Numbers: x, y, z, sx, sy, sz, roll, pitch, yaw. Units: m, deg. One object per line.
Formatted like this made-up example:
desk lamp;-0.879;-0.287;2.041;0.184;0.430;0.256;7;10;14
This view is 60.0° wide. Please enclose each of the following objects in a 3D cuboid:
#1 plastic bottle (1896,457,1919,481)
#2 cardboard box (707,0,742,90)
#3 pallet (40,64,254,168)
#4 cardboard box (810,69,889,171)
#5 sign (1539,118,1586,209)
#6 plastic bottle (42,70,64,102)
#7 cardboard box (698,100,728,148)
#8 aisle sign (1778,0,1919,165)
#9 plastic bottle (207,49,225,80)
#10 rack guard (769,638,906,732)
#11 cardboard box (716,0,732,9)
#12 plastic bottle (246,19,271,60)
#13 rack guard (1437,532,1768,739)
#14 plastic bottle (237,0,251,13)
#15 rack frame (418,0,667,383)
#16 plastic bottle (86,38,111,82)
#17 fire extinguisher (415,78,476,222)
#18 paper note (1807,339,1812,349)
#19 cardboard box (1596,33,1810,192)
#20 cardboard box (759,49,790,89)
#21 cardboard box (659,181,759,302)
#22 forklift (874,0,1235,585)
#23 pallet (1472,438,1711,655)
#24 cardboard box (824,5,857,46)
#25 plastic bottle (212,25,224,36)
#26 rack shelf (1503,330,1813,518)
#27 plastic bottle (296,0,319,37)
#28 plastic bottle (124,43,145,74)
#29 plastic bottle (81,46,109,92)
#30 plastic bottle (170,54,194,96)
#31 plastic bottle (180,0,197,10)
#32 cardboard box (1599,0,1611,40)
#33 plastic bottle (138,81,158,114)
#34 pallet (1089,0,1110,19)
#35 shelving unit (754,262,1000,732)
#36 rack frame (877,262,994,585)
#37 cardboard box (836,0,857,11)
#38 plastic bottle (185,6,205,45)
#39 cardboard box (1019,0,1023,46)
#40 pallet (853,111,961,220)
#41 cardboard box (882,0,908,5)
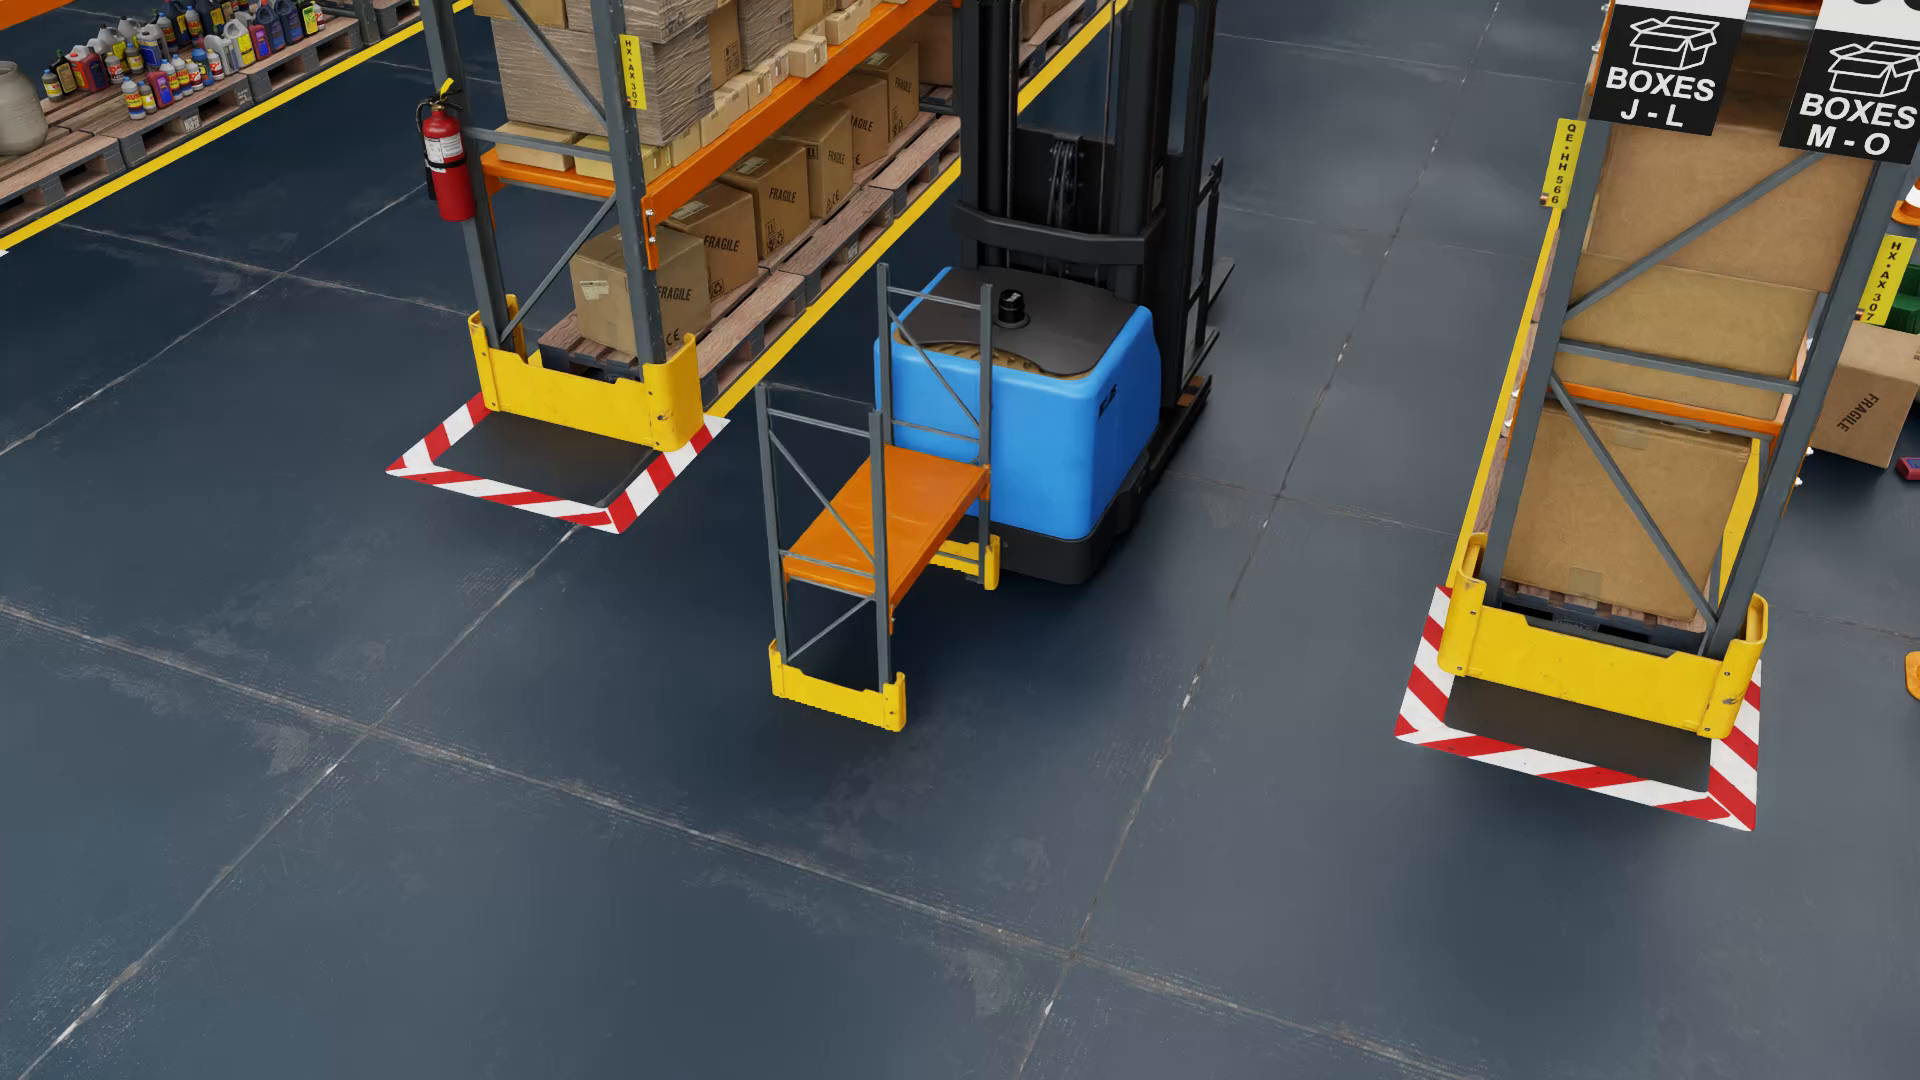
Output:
plastic bottle;4.771;-0.347;8.163;0.283;0.061;0.133;1;37;2
cardboard box;-1.616;-2.578;8.362;0.875;0.500;0.500;14;39;18
pallet;-5.745;-3.002;11.590;1.003;0.211;1.213;14;39;18
cardboard box;-0.808;-2.667;10.550;0.500;0.500;0.500;27;45;32
sign;2.122;-1.321;5.846;0.100;0.325;0.005;14;39;18
plastic bottle;-6.217;-3.117;11.384;0.097;0.201;0.097;0;37;0
cardboard box;-1.379;-2.088;8.248;0.380;0.149;0.250;14;39;18
aisle sign;2.869;-1.564;5.166;0.394;0.787;0.004;14;39;18
plastic bottle;-5.248;-3.347;11.692;0.097;0.201;0.097;0;37;0
rack guard;-0.498;0.587;6.756;0.587;0.250;0.087;15;39;19
cardboard box;-1.272;-2.894;7.949;0.500;0.500;0.500;14;39;18
plastic bottle;-5.063;-3.619;11.988;0.061;0.283;0.133;16;40;21
rack guard;2.609;0.384;6.819;1.175;0.500;0.348;14;39;18
plastic bottle;-5.515;-4.166;12.730;0.097;0.271;0.097;0;37;0
rack frame;-1.930;-1.816;7.675;1.000;3.000;0.127;14;39;18
plastic bottle;-6.043;-3.357;11.643;0.152;0.276;0.135;13;39;16
fire extinguisher;-2.400;-1.827;7.753;0.296;0.674;0.183;14;39;18
paper note;4.722;-1.078;9.166;0.147;0.020;0.142;-11;38;-14
cardboard box;2.919;-1.645;6.419;0.875;0.550;0.550;14;39;18
cardboard box;-1.132;-2.513;8.816;0.380;0.149;0.250;14;39;18
cardboard box;-1.481;-1.664;9.208;0.500;0.500;0.500;25;43;29
forklift;0.663;-1.853;7.781;1.130;2.935;3.031;15;39;19
pallet;2.850;0.026;7.539;1.003;0.211;1.213;14;39;18
cardboard box;-0.802;-2.917;9.357;0.380;0.149;0.250;14;39;18
plastic bottle;-5.267;-3.549;11.895;0.061;0.283;0.133;14;39;18
rack shelf;3.379;-1.450;7.785;1.077;0.370;4.000;14;39;18
plastic bottle;-4.866;-3.906;12.372;0.061;0.283;0.133;16;40;20
plastic bottle;-5.855;-3.416;11.785;0.097;0.201;0.097;0;37;0
plastic bottle;-5.997;-3.259;11.506;0.061;0.283;0.133;14;39;18
plastic bottle;-5.364;-3.206;11.445;0.097;0.271;0.097;0;37;0
plastic bottle;-5.679;-3.922;12.337;0.144;0.351;0.185;15;39;19
cardboard box;4.664;-3.010;10.800;1.050;0.750;0.750;14;39;18
plastic bottle;-5.493;-2.990;11.215;0.097;0.201;0.097;0;37;0
pallet;0.815;-4.696;13.857;1.003;0.211;1.213;14;39;18
shelving unit;-0.300;-0.187;6.748;0.587;1.500;1.083;15;39;19
rack frame;-0.102;-0.462;7.115;0.500;1.500;0.032;15;39;19
cardboard box;-0.956;-3.387;9.443;0.875;0.500;0.500;14;39;18
plastic bottle;-5.623;-3.783;12.217;0.097;0.271;0.097;0;37;0
cardboard box;0.044;-3.801;12.050;0.700;0.500;0.500;14;39;17
pallet;-0.631;-2.534;10.964;1.003;0.211;1.213;14;39;18
cardboard box;-0.465;-3.320;9.896;0.380;0.149;0.250;14;39;18
